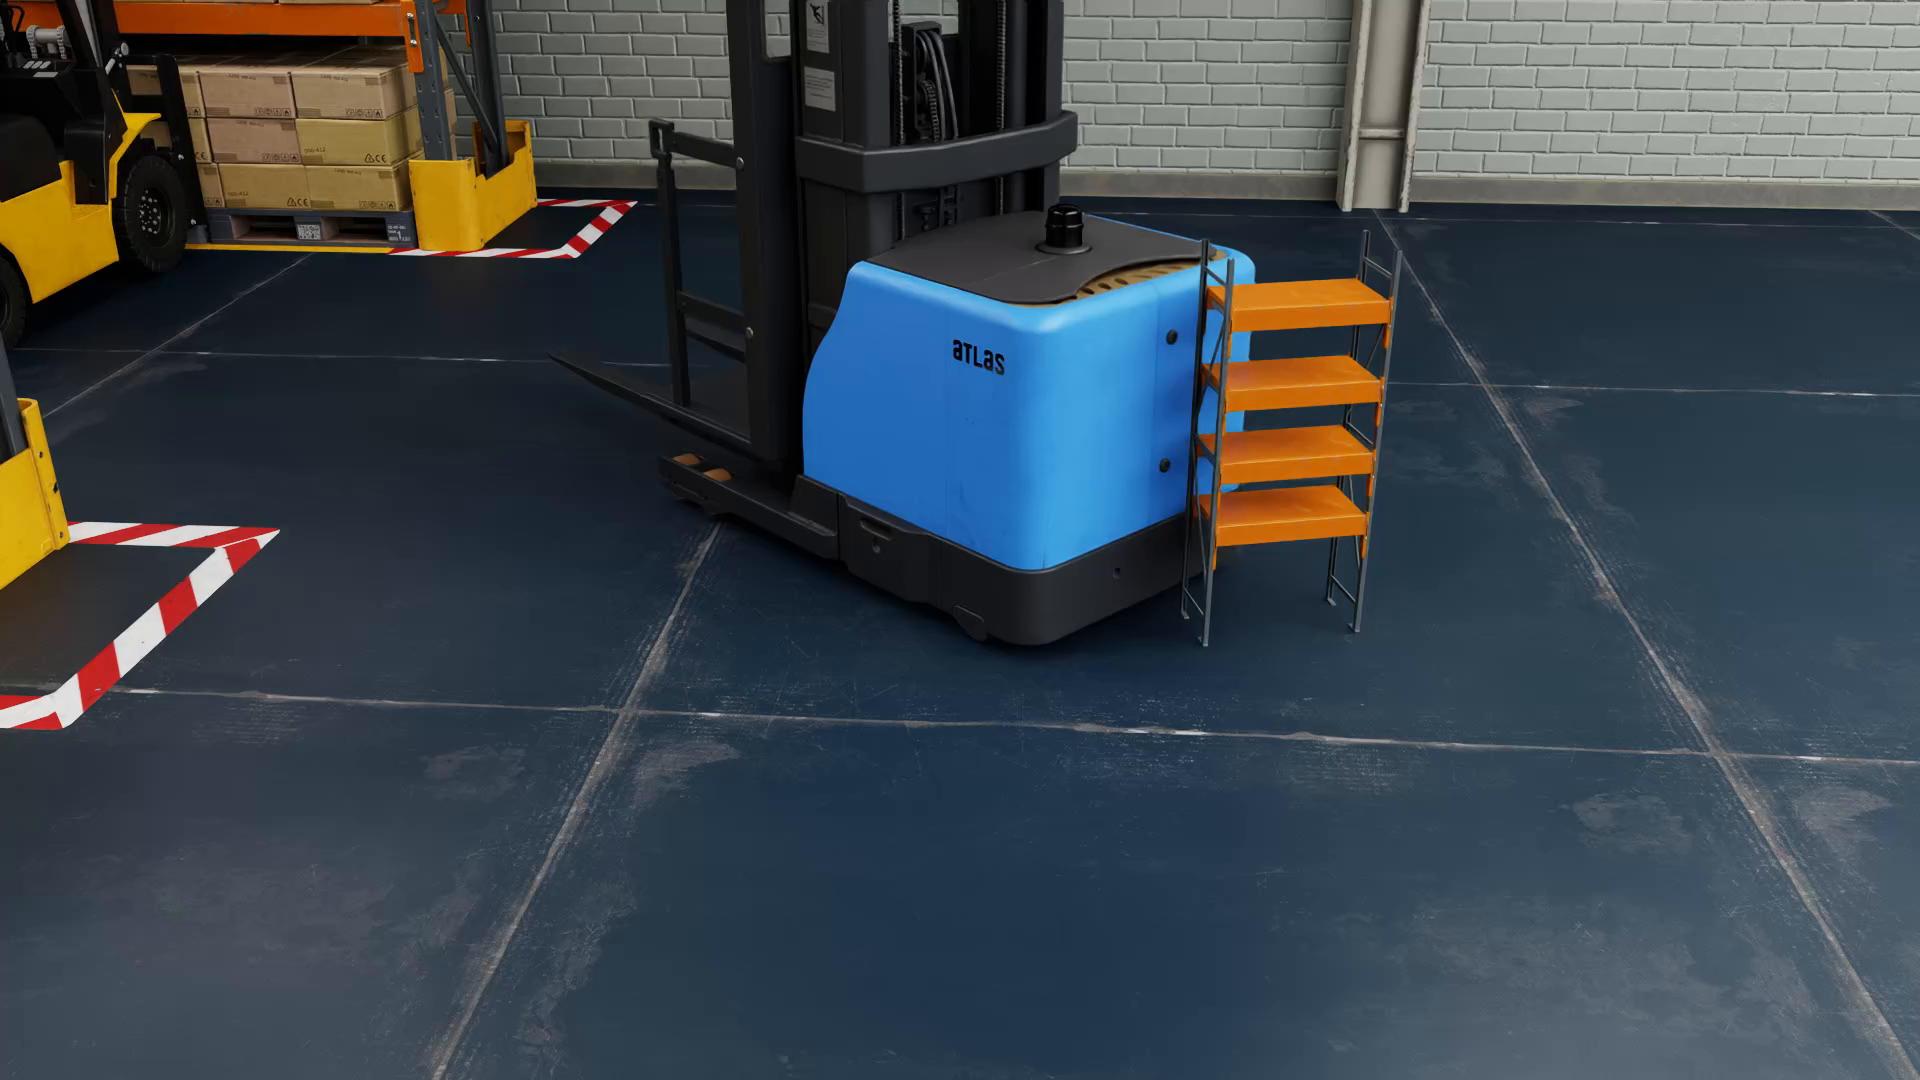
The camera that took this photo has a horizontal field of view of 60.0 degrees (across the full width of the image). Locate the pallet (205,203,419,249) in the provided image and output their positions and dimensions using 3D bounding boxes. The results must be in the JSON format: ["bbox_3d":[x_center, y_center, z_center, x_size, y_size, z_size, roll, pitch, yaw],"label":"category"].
[{"bbox_3d":[-3.599,-1.950,9.735,1.213,0.211,1.003,2,25,4],"label":"pallet"}]

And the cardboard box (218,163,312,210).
[{"bbox_3d":[-3.821,-2.054,9.413,0.500,0.250,0.500,2,25,4],"label":"cardboard box"}]

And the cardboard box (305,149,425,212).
[{"bbox_3d":[-3.326,-2.035,9.370,0.500,0.250,0.500,2,25,4],"label":"cardboard box"}]

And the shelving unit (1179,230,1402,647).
[{"bbox_3d":[0.962,-0.289,4.942,0.503,1.200,0.258,-5,25,-10],"label":"shelving unit"}]

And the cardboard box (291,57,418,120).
[{"bbox_3d":[-3.316,-2.490,9.164,0.500,0.250,0.500,3,25,6],"label":"cardboard box"}]

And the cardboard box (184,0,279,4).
[{"bbox_3d":[-3.860,-3.182,8.957,0.500,0.500,0.500,3,25,6],"label":"cardboard box"}]

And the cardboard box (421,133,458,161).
[{"bbox_3d":[-3.308,-2.248,9.835,0.500,0.250,0.500,2,25,4],"label":"cardboard box"}]

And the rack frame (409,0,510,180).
[{"bbox_3d":[-2.833,-3.210,9.137,0.127,3.000,1.000,2,25,4],"label":"rack frame"}]

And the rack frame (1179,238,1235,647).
[{"bbox_3d":[0.722,-0.270,4.901,0.015,1.200,0.240,-5,25,-10],"label":"rack frame"}]

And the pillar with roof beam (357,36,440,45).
[{"bbox_3d":[-3.788,-4.539,4.848,0.400,9.000,9.100,2,25,4],"label":"pillar with roof beam"}]

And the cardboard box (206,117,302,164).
[{"bbox_3d":[-3.842,-2.284,9.315,0.500,0.250,0.500,2,25,3],"label":"cardboard box"}]

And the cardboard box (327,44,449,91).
[{"bbox_3d":[-3.298,-2.700,9.620,0.500,0.250,0.500,1,25,3],"label":"cardboard box"}]

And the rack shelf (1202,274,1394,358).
[{"bbox_3d":[0.962,-0.646,4.778,0.480,0.148,0.258,-5,25,-10],"label":"rack shelf"}]

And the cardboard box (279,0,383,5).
[{"bbox_3d":[-3.344,-3.161,8.912,0.500,0.500,0.500,1,25,3],"label":"cardboard box"}]

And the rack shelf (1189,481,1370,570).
[{"bbox_3d":[0.962,-0.047,5.053,0.480,0.148,0.258,-5,25,-10],"label":"rack shelf"}]

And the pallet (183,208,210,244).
[{"bbox_3d":[-4.812,-1.990,9.822,1.213,0.211,1.003,2,25,4],"label":"pallet"}]

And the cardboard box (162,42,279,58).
[{"bbox_3d":[-4.294,-2.735,9.696,0.500,0.250,0.500,2,25,4],"label":"cardboard box"}]

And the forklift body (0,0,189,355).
[{"bbox_3d":[-4.863,-2.124,7.794,1.214,2.155,2.313,2,25,4],"label":"forklift body"}]

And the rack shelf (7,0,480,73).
[{"bbox_3d":[-4.827,-2.947,9.426,4.000,0.370,1.077,2,25,4],"label":"rack shelf"}]

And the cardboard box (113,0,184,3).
[{"bbox_3d":[-4.371,-3.198,8.992,0.500,0.500,0.500,1,25,3],"label":"cardboard box"}]

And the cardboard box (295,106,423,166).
[{"bbox_3d":[-3.342,-2.264,9.270,0.500,0.250,0.500,2,25,3],"label":"cardboard box"}]

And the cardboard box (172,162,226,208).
[{"bbox_3d":[-4.319,-2.074,9.456,0.500,0.250,0.500,2,25,5],"label":"cardboard box"}]

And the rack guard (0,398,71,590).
[{"bbox_3d":[-3.285,-0.008,5.168,0.348,0.500,1.175,2,25,4],"label":"rack guard"}]

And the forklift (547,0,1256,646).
[{"bbox_3d":[-0.448,-1.548,5.608,1.130,2.935,3.031,-21,32,-38],"label":"forklift"}]

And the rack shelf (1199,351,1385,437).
[{"bbox_3d":[0.962,-0.431,4.877,0.480,0.148,0.258,-5,25,-10],"label":"rack shelf"}]

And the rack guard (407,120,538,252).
[{"bbox_3d":[-2.809,-2.073,9.658,0.348,0.500,1.175,2,25,4],"label":"rack guard"}]

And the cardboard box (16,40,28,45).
[{"bbox_3d":[-5.809,-2.788,9.812,0.500,0.250,0.500,1,25,3],"label":"cardboard box"}]

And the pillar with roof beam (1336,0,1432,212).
[{"bbox_3d":[2.195,-4.347,4.431,0.400,9.000,9.100,2,25,4],"label":"pillar with roof beam"}]

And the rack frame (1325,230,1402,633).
[{"bbox_3d":[1.202,-0.308,4.984,0.015,1.200,0.240,-5,25,-10],"label":"rack frame"}]

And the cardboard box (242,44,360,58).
[{"bbox_3d":[-3.796,-2.714,9.651,0.500,0.250,0.500,2,25,4],"label":"cardboard box"}]

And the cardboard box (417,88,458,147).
[{"bbox_3d":[-3.286,-2.480,9.740,0.500,0.250,0.500,2,25,5],"label":"cardboard box"}]

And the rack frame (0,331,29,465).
[{"bbox_3d":[-3.209,-1.141,4.640,0.127,3.000,1.000,2,25,4],"label":"rack frame"}]

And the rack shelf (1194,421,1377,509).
[{"bbox_3d":[0.962,-0.228,4.970,0.480,0.148,0.258,-5,25,-10],"label":"rack shelf"}]

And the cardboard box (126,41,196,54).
[{"bbox_3d":[-4.804,-2.754,9.737,0.500,0.250,0.500,1,25,3],"label":"cardboard box"}]

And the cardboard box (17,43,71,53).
[{"bbox_3d":[-5.306,-2.767,9.765,0.500,0.250,0.500,2,25,4],"label":"cardboard box"}]

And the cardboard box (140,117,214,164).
[{"bbox_3d":[-4.358,-2.292,9.331,0.500,0.250,0.500,1,25,3],"label":"cardboard box"}]

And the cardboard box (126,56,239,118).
[{"bbox_3d":[-4.329,-2.516,9.220,0.500,0.250,0.500,2,25,5],"label":"cardboard box"}]

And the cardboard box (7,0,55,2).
[{"bbox_3d":[-4.873,-3.210,9.017,0.500,0.500,0.500,2,25,4],"label":"cardboard box"}]

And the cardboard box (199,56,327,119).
[{"bbox_3d":[-3.826,-2.504,9.194,0.500,0.250,0.500,2,25,5],"label":"cardboard box"}]
